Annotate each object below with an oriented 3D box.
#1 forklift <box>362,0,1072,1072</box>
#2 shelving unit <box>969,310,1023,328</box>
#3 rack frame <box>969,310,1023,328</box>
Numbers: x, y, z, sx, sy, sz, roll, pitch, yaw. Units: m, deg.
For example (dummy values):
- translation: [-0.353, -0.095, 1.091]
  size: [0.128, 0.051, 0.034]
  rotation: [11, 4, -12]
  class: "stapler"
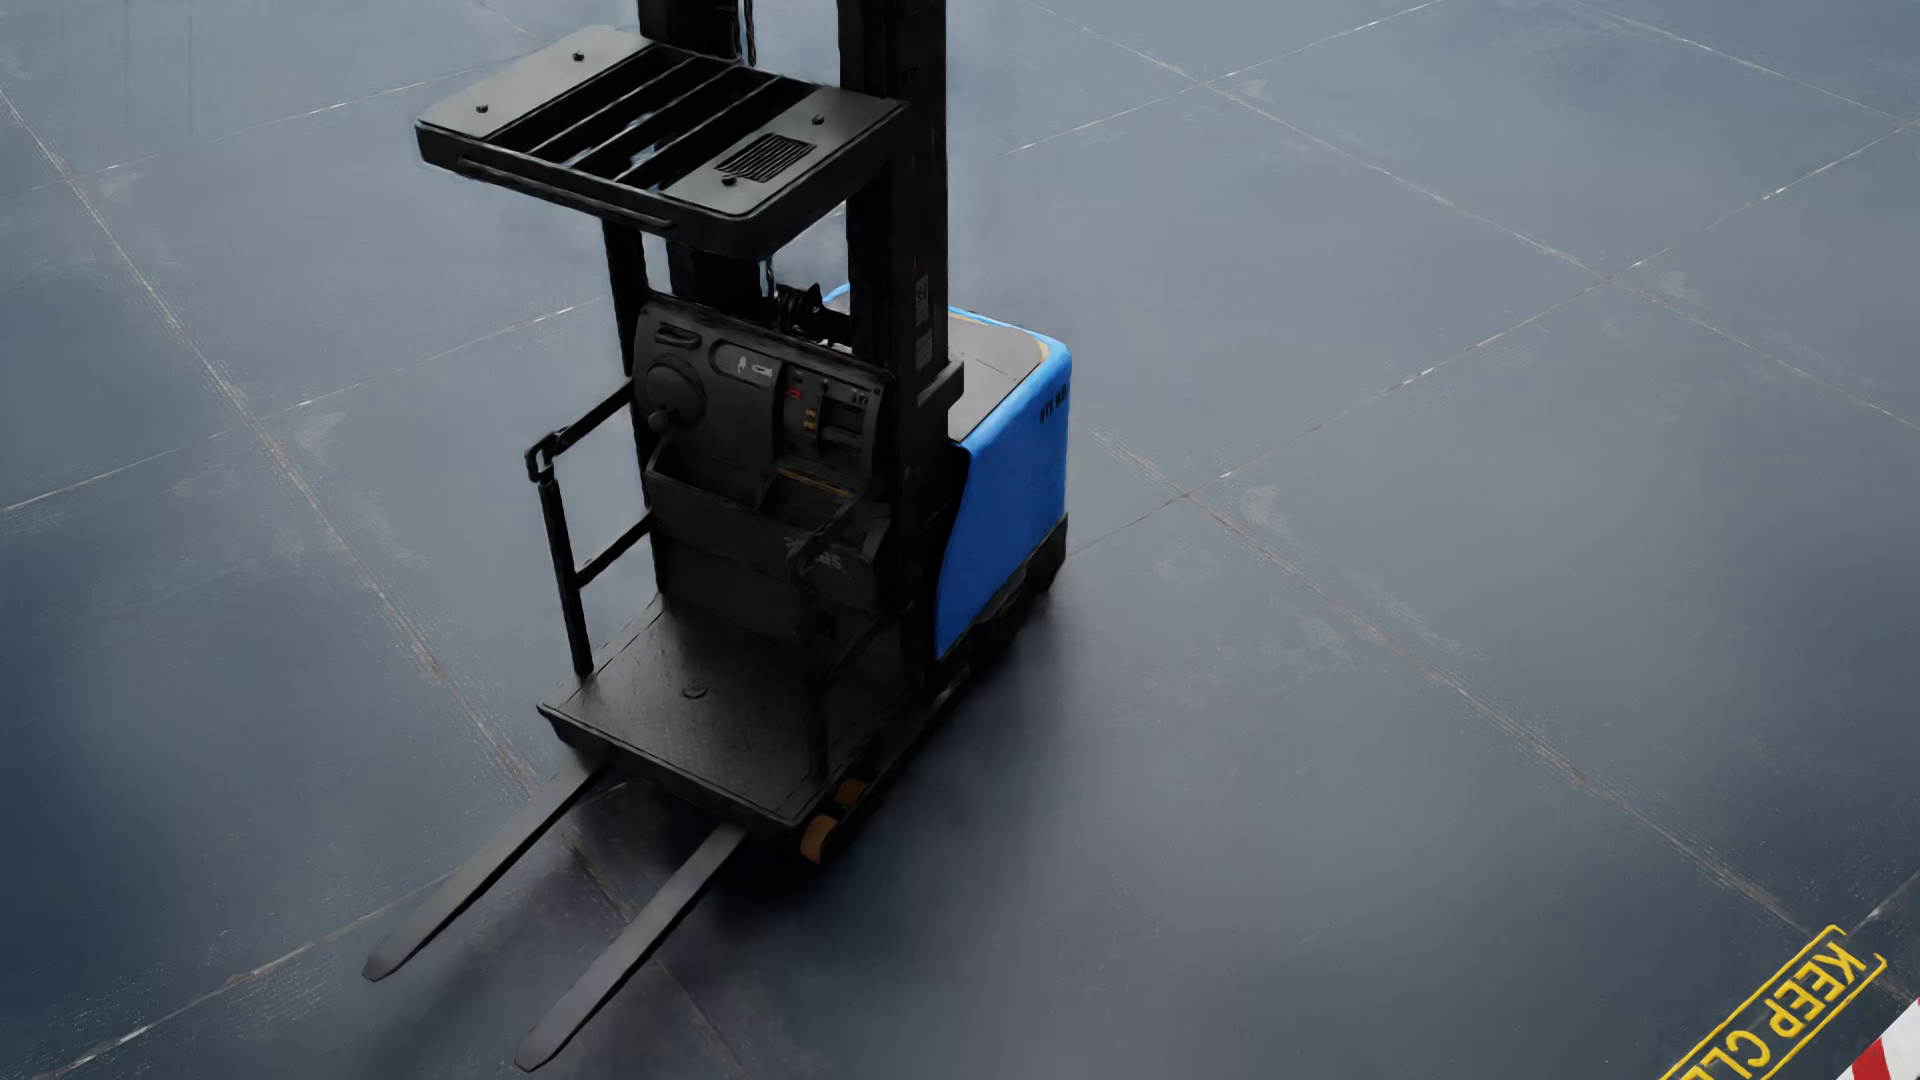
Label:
- translation: [-0.750, -0.379, 5.091]
  size: [1.130, 2.935, 3.031]
  rotation: [20, 44, 23]
  class: "forklift"
- translation: [0.091, -0.476, 6.811]
  size: [0.258, 0.900, 0.210]
  rotation: [20, 44, 23]
  class: "shelving unit"
- translation: [0.142, -0.532, 6.879]
  size: [0.240, 0.900, 0.006]
  rotation: [20, 44, 23]
  class: "rack frame"
